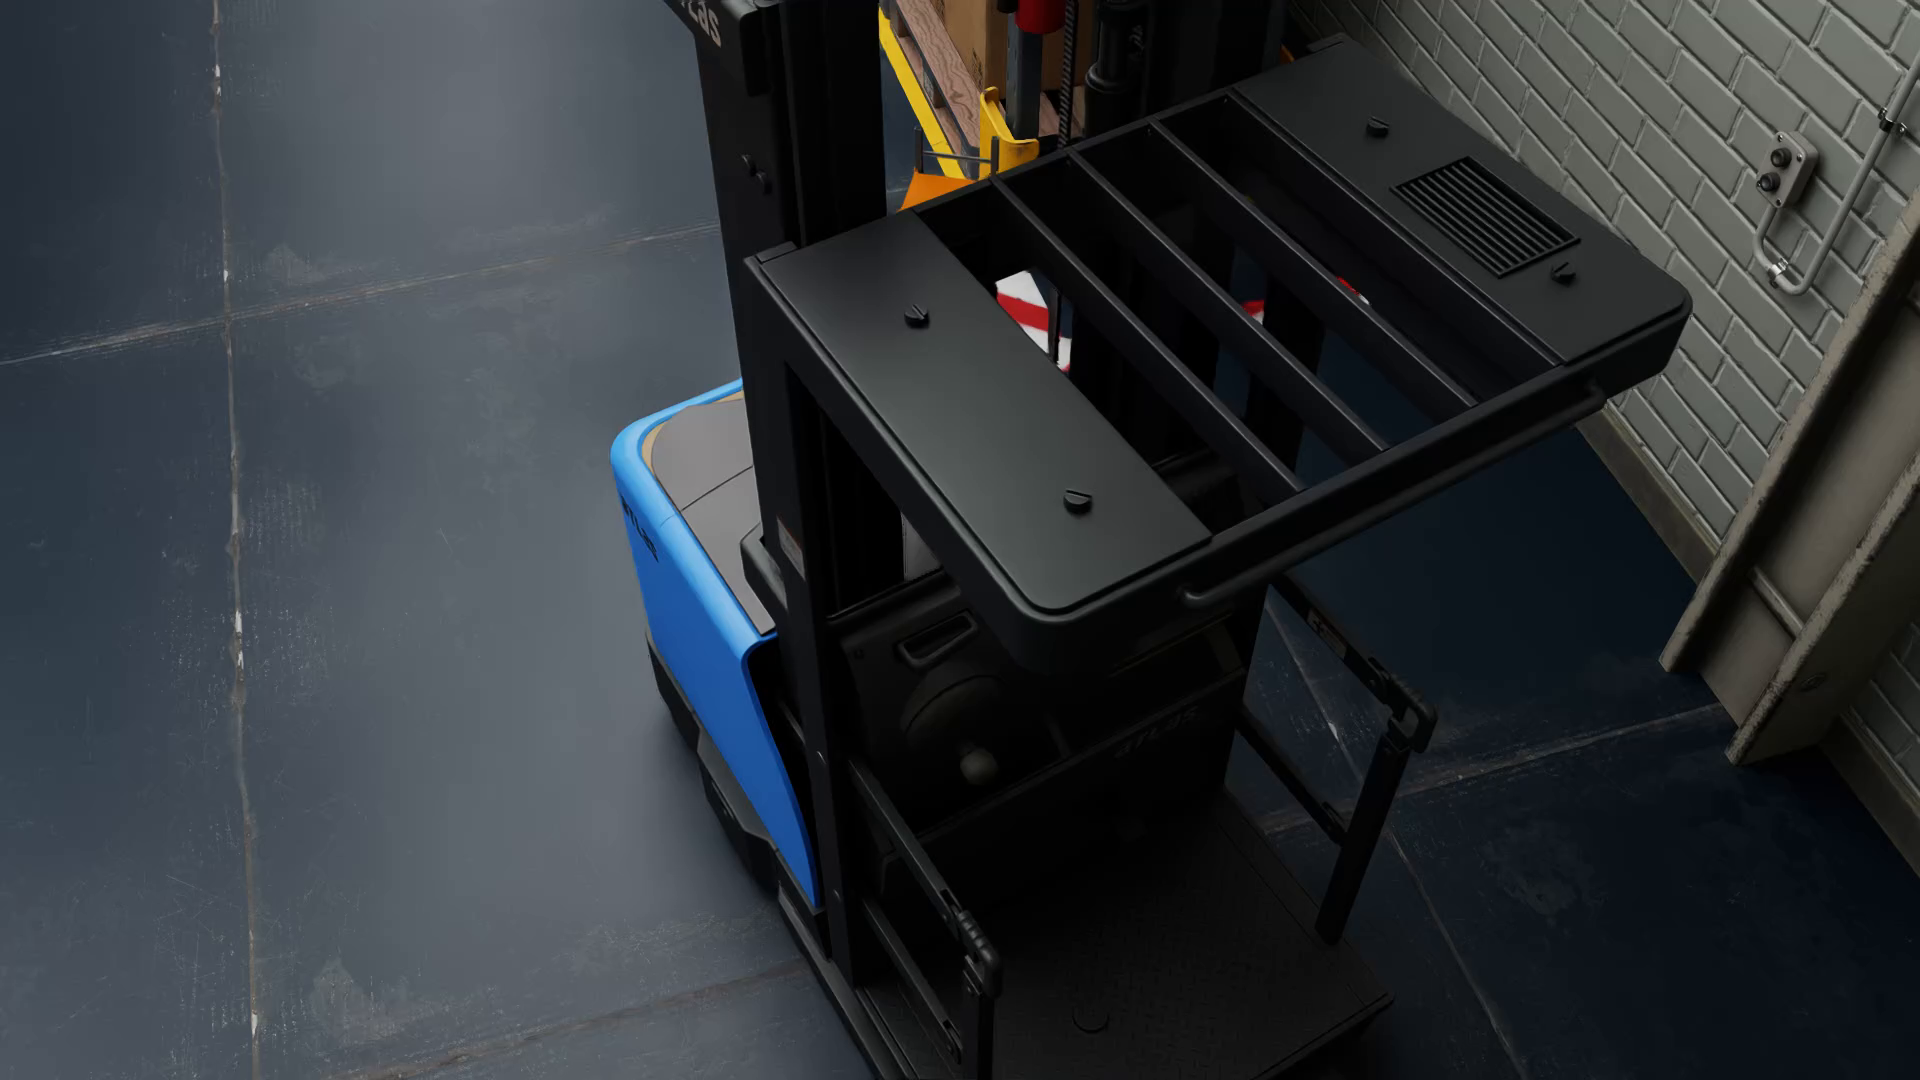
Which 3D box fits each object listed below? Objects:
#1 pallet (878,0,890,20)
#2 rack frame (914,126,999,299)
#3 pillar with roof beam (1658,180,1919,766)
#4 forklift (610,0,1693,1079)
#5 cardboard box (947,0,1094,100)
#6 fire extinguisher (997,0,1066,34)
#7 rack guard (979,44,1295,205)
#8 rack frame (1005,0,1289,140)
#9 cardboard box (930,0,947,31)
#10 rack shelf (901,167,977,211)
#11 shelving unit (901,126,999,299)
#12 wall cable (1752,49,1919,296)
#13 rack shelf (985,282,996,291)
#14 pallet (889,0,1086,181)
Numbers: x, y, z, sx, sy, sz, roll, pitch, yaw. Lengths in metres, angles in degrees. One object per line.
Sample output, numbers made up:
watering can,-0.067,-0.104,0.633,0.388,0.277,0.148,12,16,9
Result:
pallet,-0.011,-2.838,7.504,1.003,0.211,1.213,-13,51,-11
rack frame,-0.009,-0.749,5.097,0.240,1.200,0.015,9,50,8
pillar with roof beam,-1.830,-1.465,0.599,9.100,9.000,0.400,-13,51,-11
forklift,0.318,0.254,3.119,1.130,2.935,3.031,-25,54,-20
cardboard box,0.355,-2.099,6.418,0.700,0.500,0.500,-13,51,-11
fire extinguisher,0.261,-1.921,5.202,0.296,0.674,0.183,-13,51,-11
rack guard,0.665,-1.457,6.152,1.175,0.500,0.348,-13,51,-11
rack frame,0.658,-2.281,5.211,1.000,3.000,0.127,-13,51,-11
cardboard box,0.207,-2.464,6.726,0.700,0.500,0.500,-13,51,-11
rack shelf,-0.059,-0.820,4.642,0.258,0.148,0.480,9,50,8
shelving unit,-0.059,-0.567,4.943,0.258,1.200,0.503,9,50,8
wall cable,1.940,-1.887,4.214,0.084,1.984,1.851,-13,51,-11
rack shelf,-0.059,-0.667,4.823,0.258,0.148,0.480,9,50,8
pallet,0.346,-1.948,6.754,1.003,0.211,1.213,-13,51,-11
